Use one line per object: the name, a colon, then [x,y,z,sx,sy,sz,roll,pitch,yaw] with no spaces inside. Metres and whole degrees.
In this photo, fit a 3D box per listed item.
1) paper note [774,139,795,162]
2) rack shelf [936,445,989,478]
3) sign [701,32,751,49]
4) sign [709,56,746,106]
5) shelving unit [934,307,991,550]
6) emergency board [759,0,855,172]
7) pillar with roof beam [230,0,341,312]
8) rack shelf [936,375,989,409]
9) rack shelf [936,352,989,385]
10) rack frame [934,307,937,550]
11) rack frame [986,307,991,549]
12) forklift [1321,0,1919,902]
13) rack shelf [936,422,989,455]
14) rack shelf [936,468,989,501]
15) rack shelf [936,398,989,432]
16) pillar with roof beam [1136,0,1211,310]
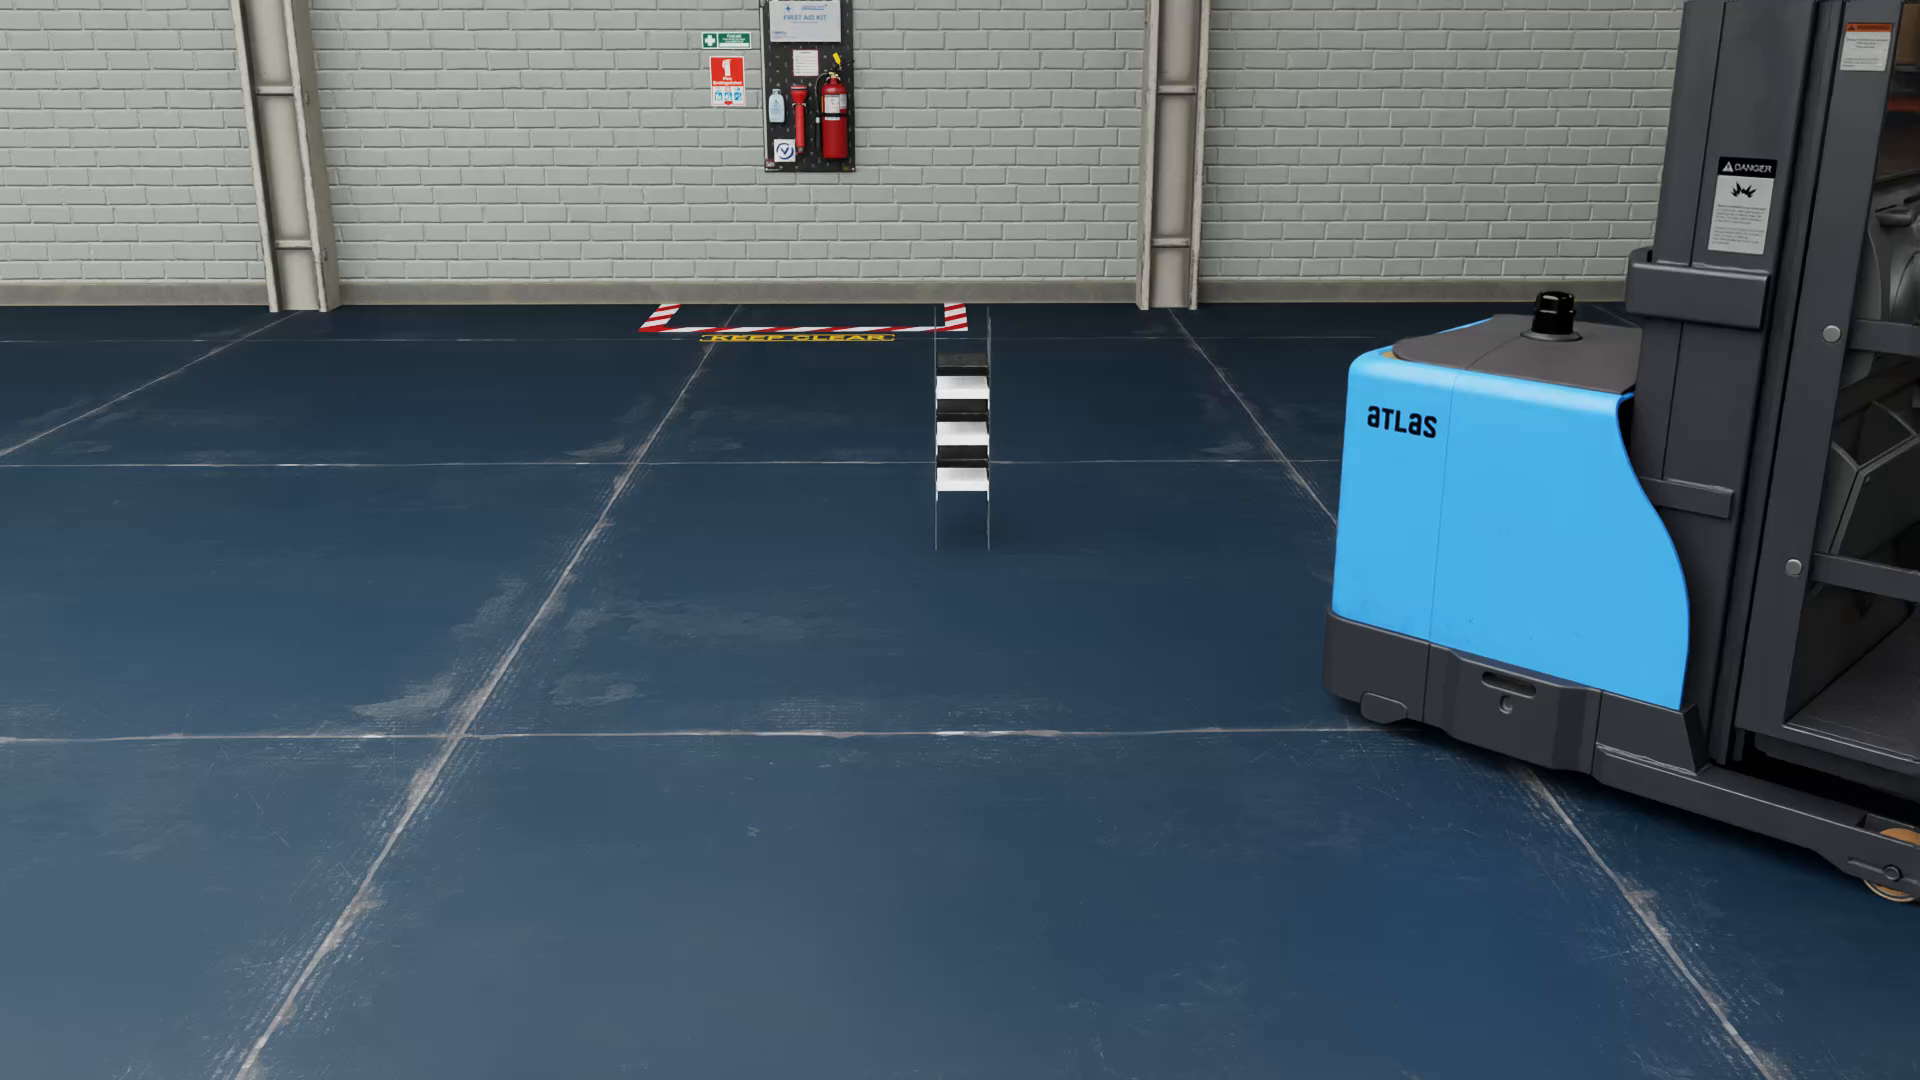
paper note: [-1.203,-2.674,11.413,0.142,0.148,0.016,0,18,-1]
rack shelf: [0.008,-0.311,6.448,0.200,0.077,0.258,0,18,-1]
sign: [-1.575,-3.368,11.211,0.331,0.109,0.001,0,18,-1]
sign: [-1.579,-3.119,11.300,0.234,0.329,0.001,0,18,-1]
shelving unit: [0.008,-0.429,6.410,0.210,0.900,0.258,0,18,-1]
emergency board: [-1.025,-3.073,11.216,0.643,1.169,0.194,0,18,-1]
pillar with roof beam: [-4.485,-4.586,6.111,0.400,9.000,9.100,0,18,-1]
rack shelf: [0.008,-0.568,6.365,0.200,0.077,0.258,0,18,-1]
rack shelf: [0.008,-0.654,6.338,0.200,0.077,0.258,0,18,-1]
rack frame: [-0.094,-0.428,6.409,0.006,0.900,0.240,0,18,-1]
rack frame: [0.110,-0.429,6.412,0.006,0.900,0.240,0,18,-1]
forklift: [2.491,-0.686,3.888,3.031,2.935,1.130,16,24,41]
rack shelf: [0.008,-0.397,6.420,0.200,0.077,0.258,0,18,-1]
rack shelf: [0.008,-0.225,6.475,0.200,0.077,0.258,0,18,-1]
rack shelf: [0.008,-0.482,6.393,0.200,0.077,0.258,0,18,-1]
pillar with roof beam: [1.514,-4.615,6.201,0.400,9.000,9.100,0,18,-1]
